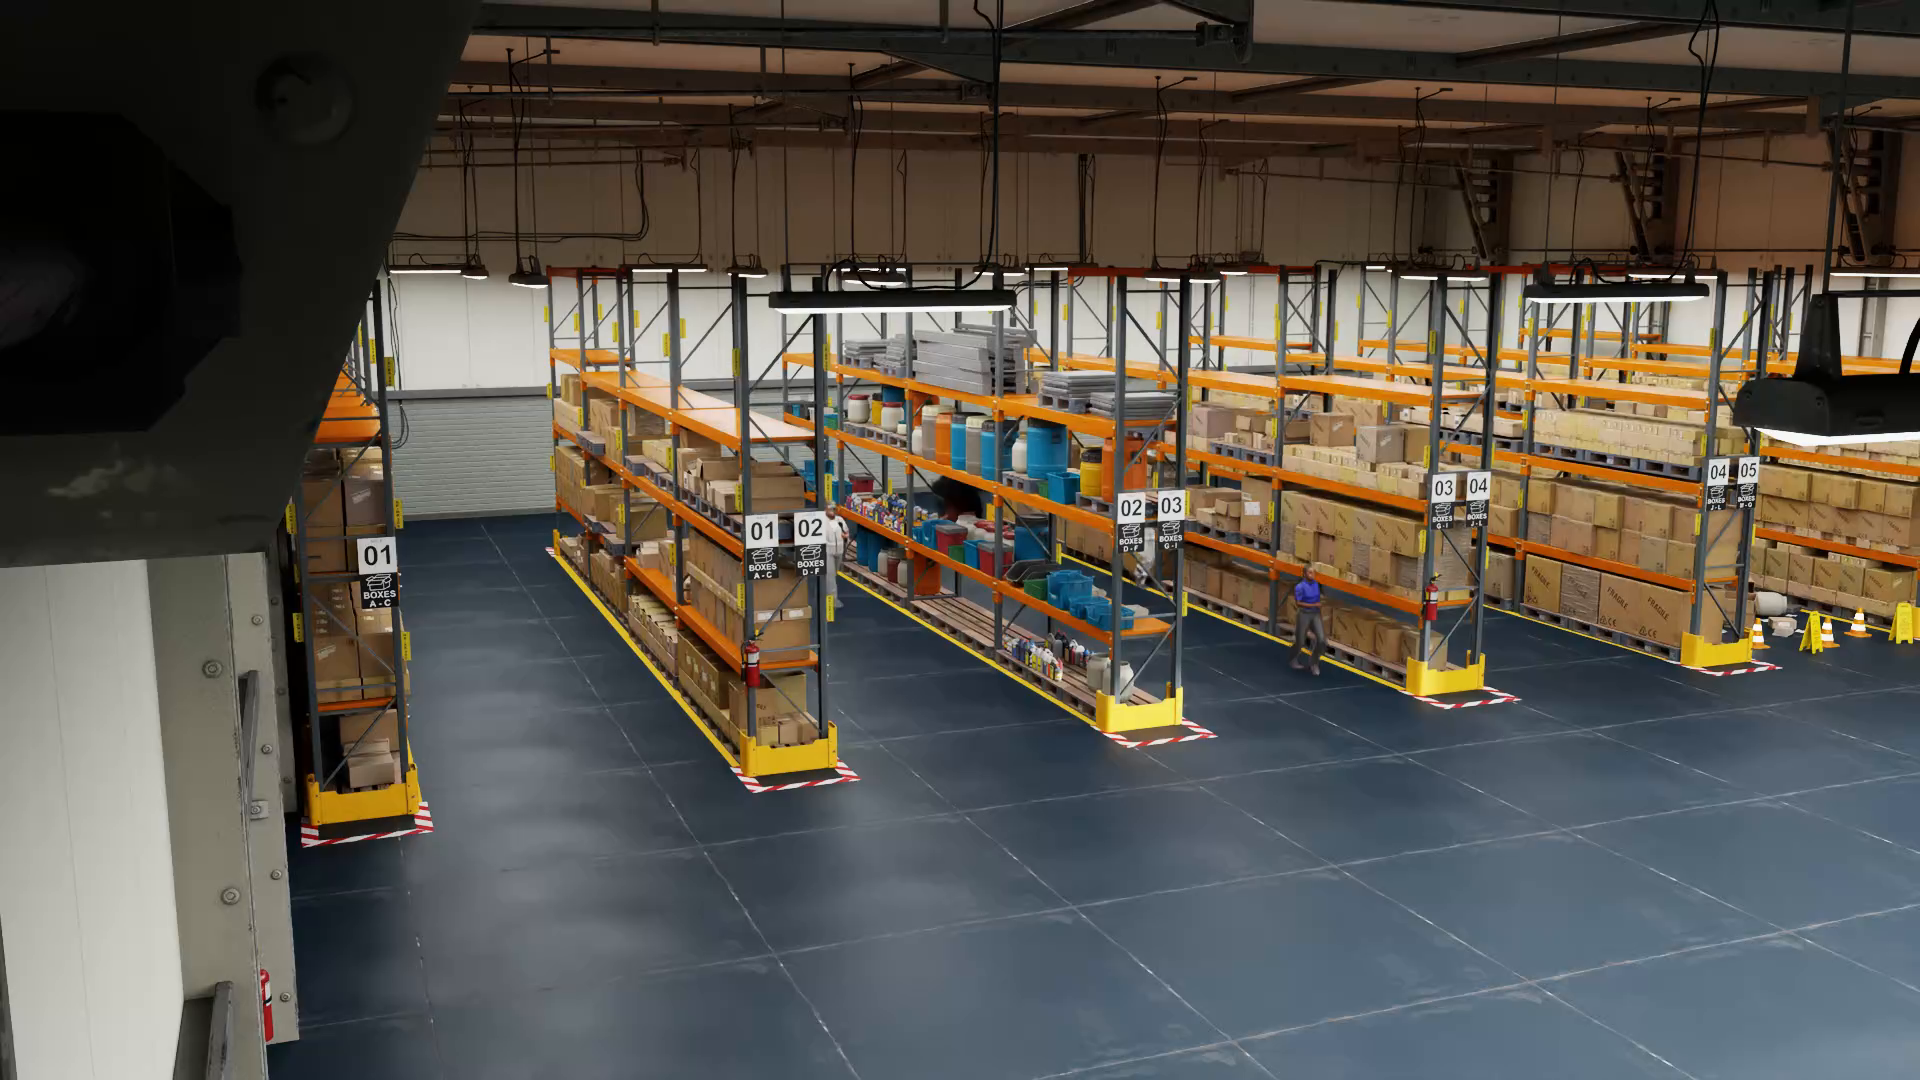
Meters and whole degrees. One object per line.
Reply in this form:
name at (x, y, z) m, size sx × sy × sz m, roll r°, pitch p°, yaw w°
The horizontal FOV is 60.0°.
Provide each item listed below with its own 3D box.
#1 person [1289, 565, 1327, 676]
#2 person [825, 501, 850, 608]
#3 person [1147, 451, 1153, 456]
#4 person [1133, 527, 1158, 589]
person at (5.249, 1.209, 24.994) m, size 0.541 × 1.694 × 0.718 m, roll -4°, pitch 11°, yaw -23°
person at (-2.183, 0.232, 28.503) m, size 0.662 × 1.827 × 0.904 m, roll -6°, pitch 12°, yaw -31°
person at (4.370, -1.568, 40.479) m, size 0.725 × 1.766 × 0.911 m, roll 7°, pitch 12°, yaw 37°
person at (3.342, 0.020, 29.781) m, size 0.665 × 1.759 × 0.576 m, roll -6°, pitch 12°, yaw -32°
